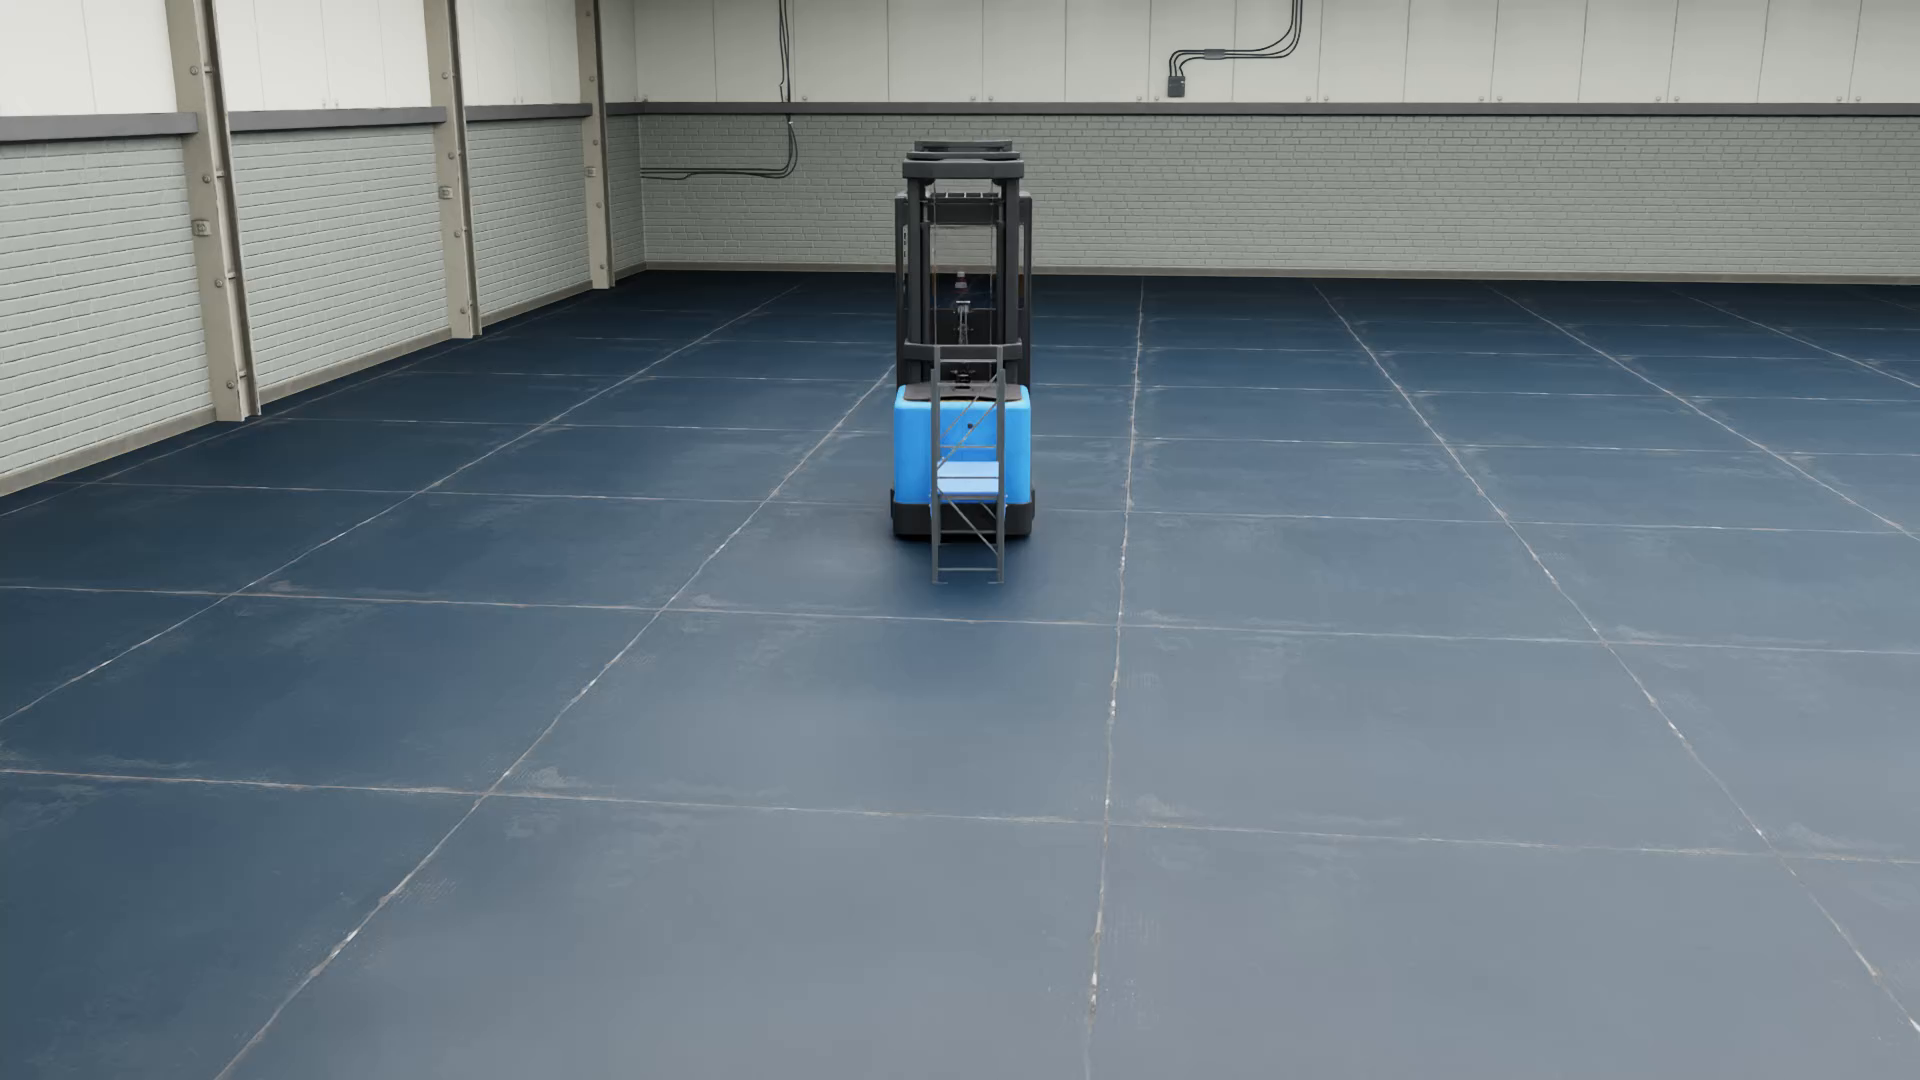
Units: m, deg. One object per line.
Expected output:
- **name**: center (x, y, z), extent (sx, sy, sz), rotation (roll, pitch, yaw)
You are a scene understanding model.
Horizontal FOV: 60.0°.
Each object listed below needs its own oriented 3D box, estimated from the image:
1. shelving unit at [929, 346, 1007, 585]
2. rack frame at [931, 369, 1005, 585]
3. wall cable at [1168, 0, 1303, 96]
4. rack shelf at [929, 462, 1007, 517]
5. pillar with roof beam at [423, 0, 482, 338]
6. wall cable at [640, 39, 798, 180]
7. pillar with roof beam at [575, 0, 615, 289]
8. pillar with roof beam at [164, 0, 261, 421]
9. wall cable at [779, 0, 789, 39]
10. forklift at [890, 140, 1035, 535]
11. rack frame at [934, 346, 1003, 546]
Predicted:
- **shelving unit**: center (0.058, -0.553, 11.832), extent (0.538, 1.500, 1.048), rotation (0, 15, 0)
- **rack frame**: center (0.054, -0.420, 11.341), extent (0.500, 1.500, 0.032), rotation (0, 15, 0)
- **wall cable**: center (4.871, -10.823, 28.932), extent (2.305, 6.003, 0.169), rotation (2, 15, 6)
- **rack shelf**: center (0.058, -0.379, 11.879), extent (0.538, 0.185, 1.000), rotation (0, 15, 0)
- **pillar with roof beam**: center (-2.605, -7.057, 21.520), extent (9.100, 9.000, 0.400), rotation (2, 15, 6)
- **wall cable**: center (-4.560, -7.966, 30.831), extent (3.097, 2.526, 0.112), rotation (2, 15, 6)
- **pillar with roof beam**: center (-1.928, -8.613, 27.275), extent (9.100, 9.000, 0.400), rotation (2, 15, 6)
- **pillar with roof beam**: center (-3.282, -5.501, 15.765), extent (9.100, 9.000, 0.400), rotation (2, 15, 6)
- **wall cable**: center (-1.872, -10.324, 29.877), extent (3.097, 2.526, 0.112), rotation (2, 15, 6)
- **forklift**: center (0.029, -1.780, 13.628), extent (1.130, 2.935, 3.031), rotation (0, 15, 0)
- **rack frame**: center (0.062, -0.685, 12.323), extent (0.500, 1.500, 0.032), rotation (0, 15, 0)
